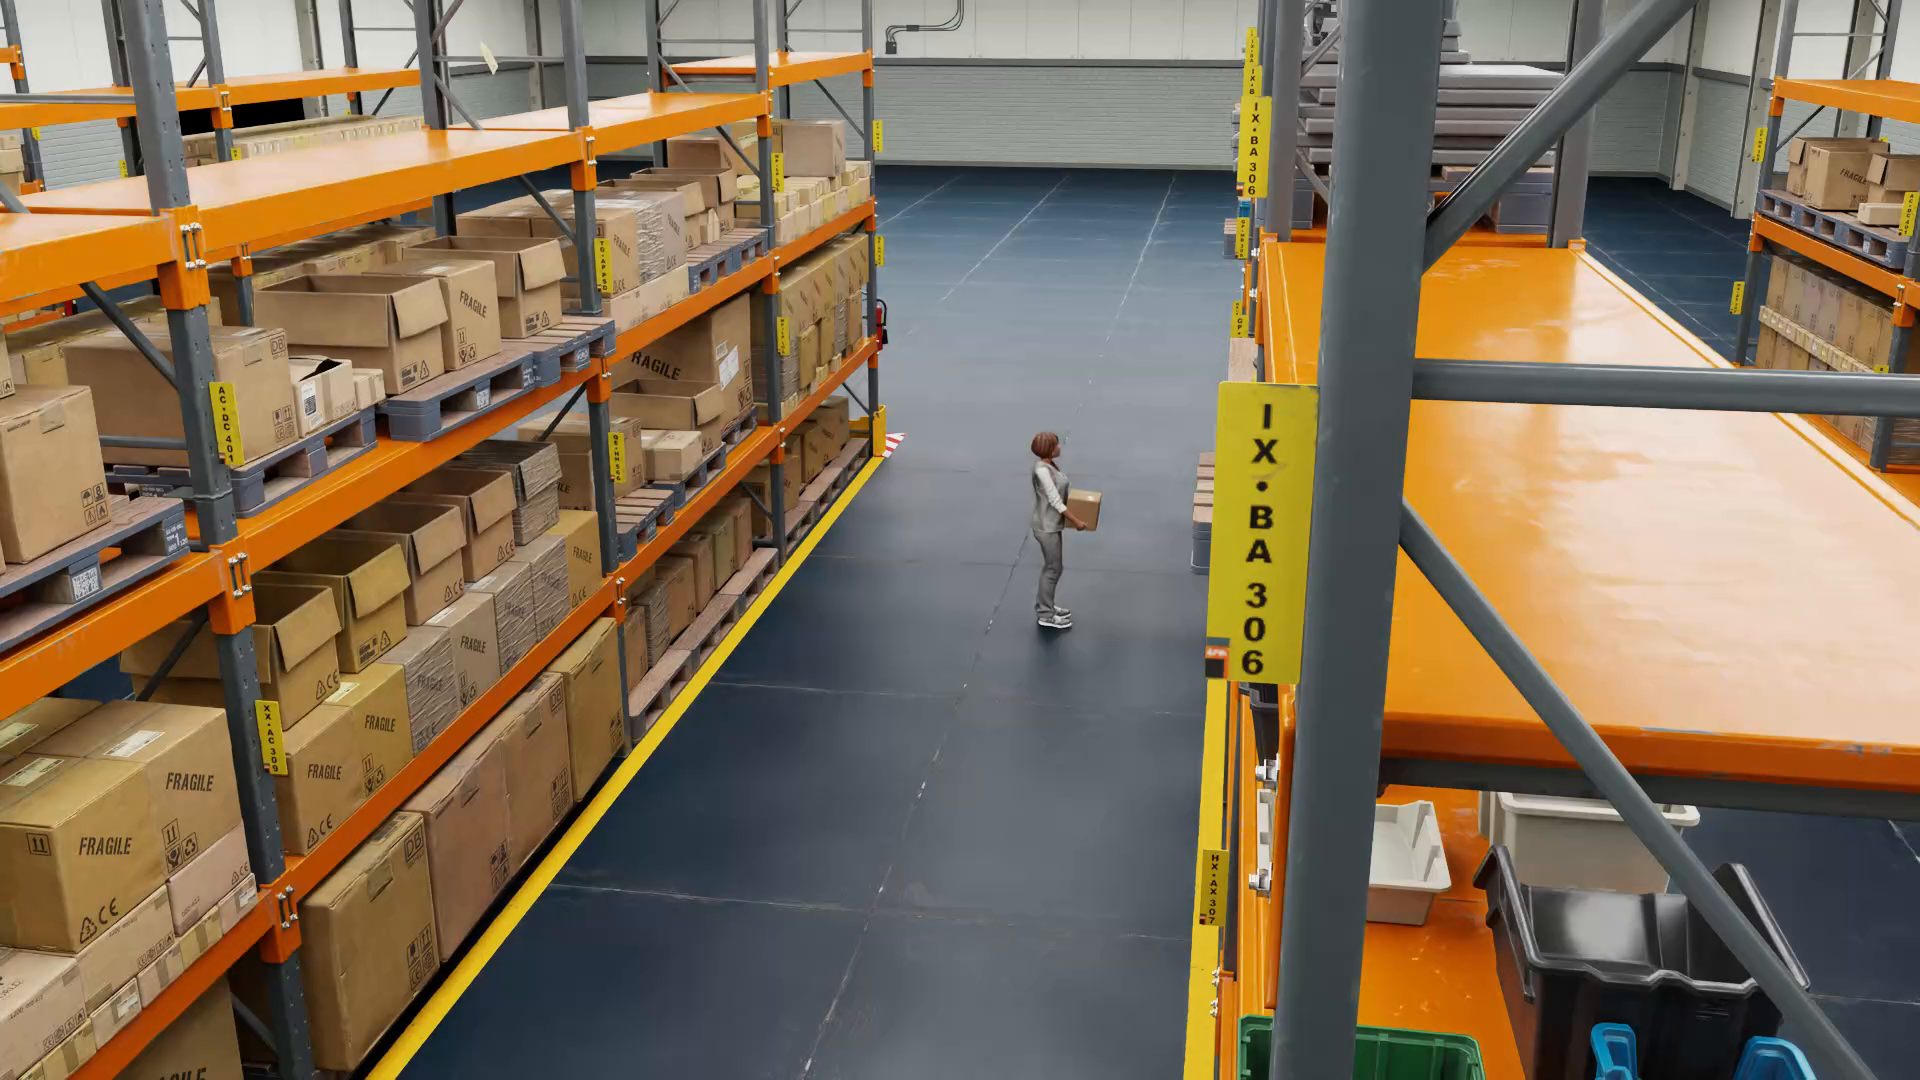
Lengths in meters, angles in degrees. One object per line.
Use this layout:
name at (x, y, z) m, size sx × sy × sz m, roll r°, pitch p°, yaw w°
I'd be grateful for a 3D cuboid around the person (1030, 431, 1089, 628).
person at (0.805, -0.091, 13.350) m, size 0.488 × 1.593 × 0.412 m, roll 3°, pitch 18°, yaw 9°
